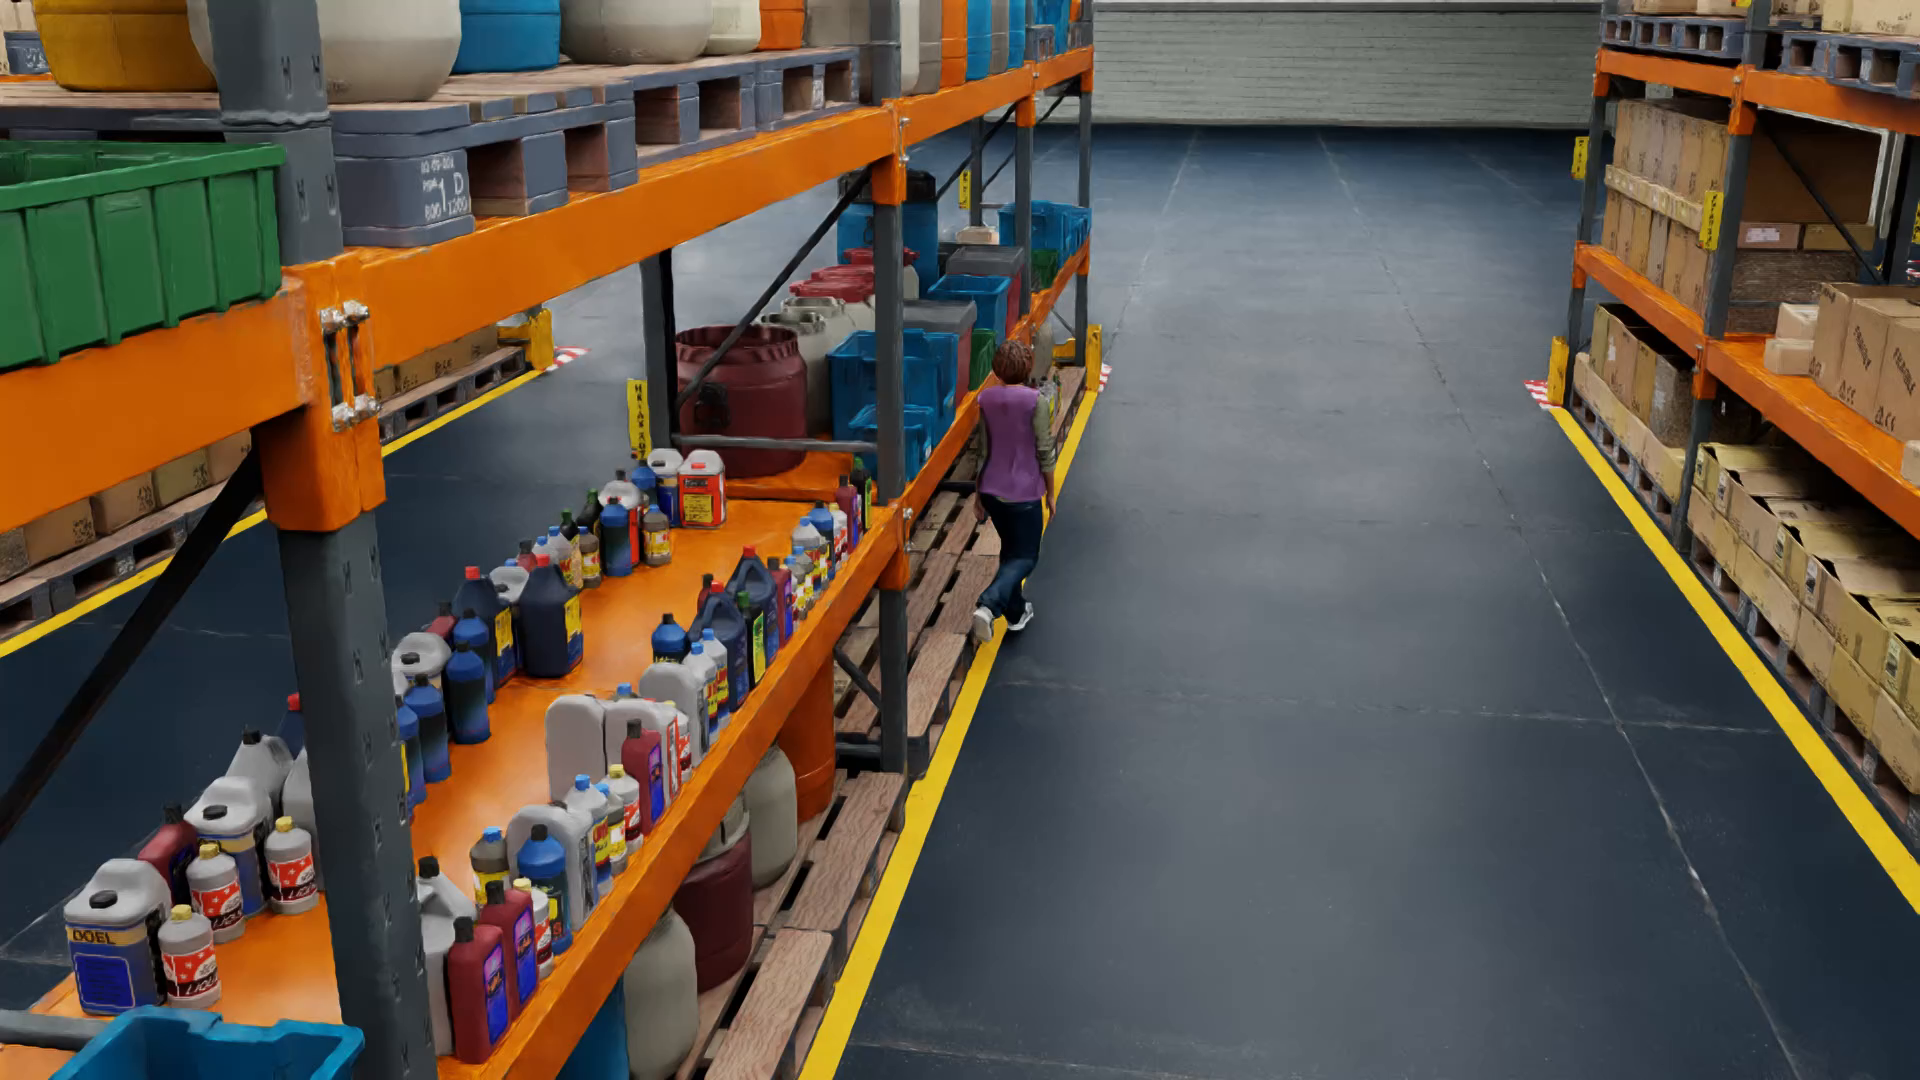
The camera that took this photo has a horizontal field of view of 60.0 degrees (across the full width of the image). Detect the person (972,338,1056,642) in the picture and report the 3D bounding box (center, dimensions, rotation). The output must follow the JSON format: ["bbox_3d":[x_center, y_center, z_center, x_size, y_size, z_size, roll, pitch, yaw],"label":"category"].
[{"bbox_3d":[0.252,-0.225,8.306,0.424,1.558,0.801,10,20,28],"label":"person"}]
